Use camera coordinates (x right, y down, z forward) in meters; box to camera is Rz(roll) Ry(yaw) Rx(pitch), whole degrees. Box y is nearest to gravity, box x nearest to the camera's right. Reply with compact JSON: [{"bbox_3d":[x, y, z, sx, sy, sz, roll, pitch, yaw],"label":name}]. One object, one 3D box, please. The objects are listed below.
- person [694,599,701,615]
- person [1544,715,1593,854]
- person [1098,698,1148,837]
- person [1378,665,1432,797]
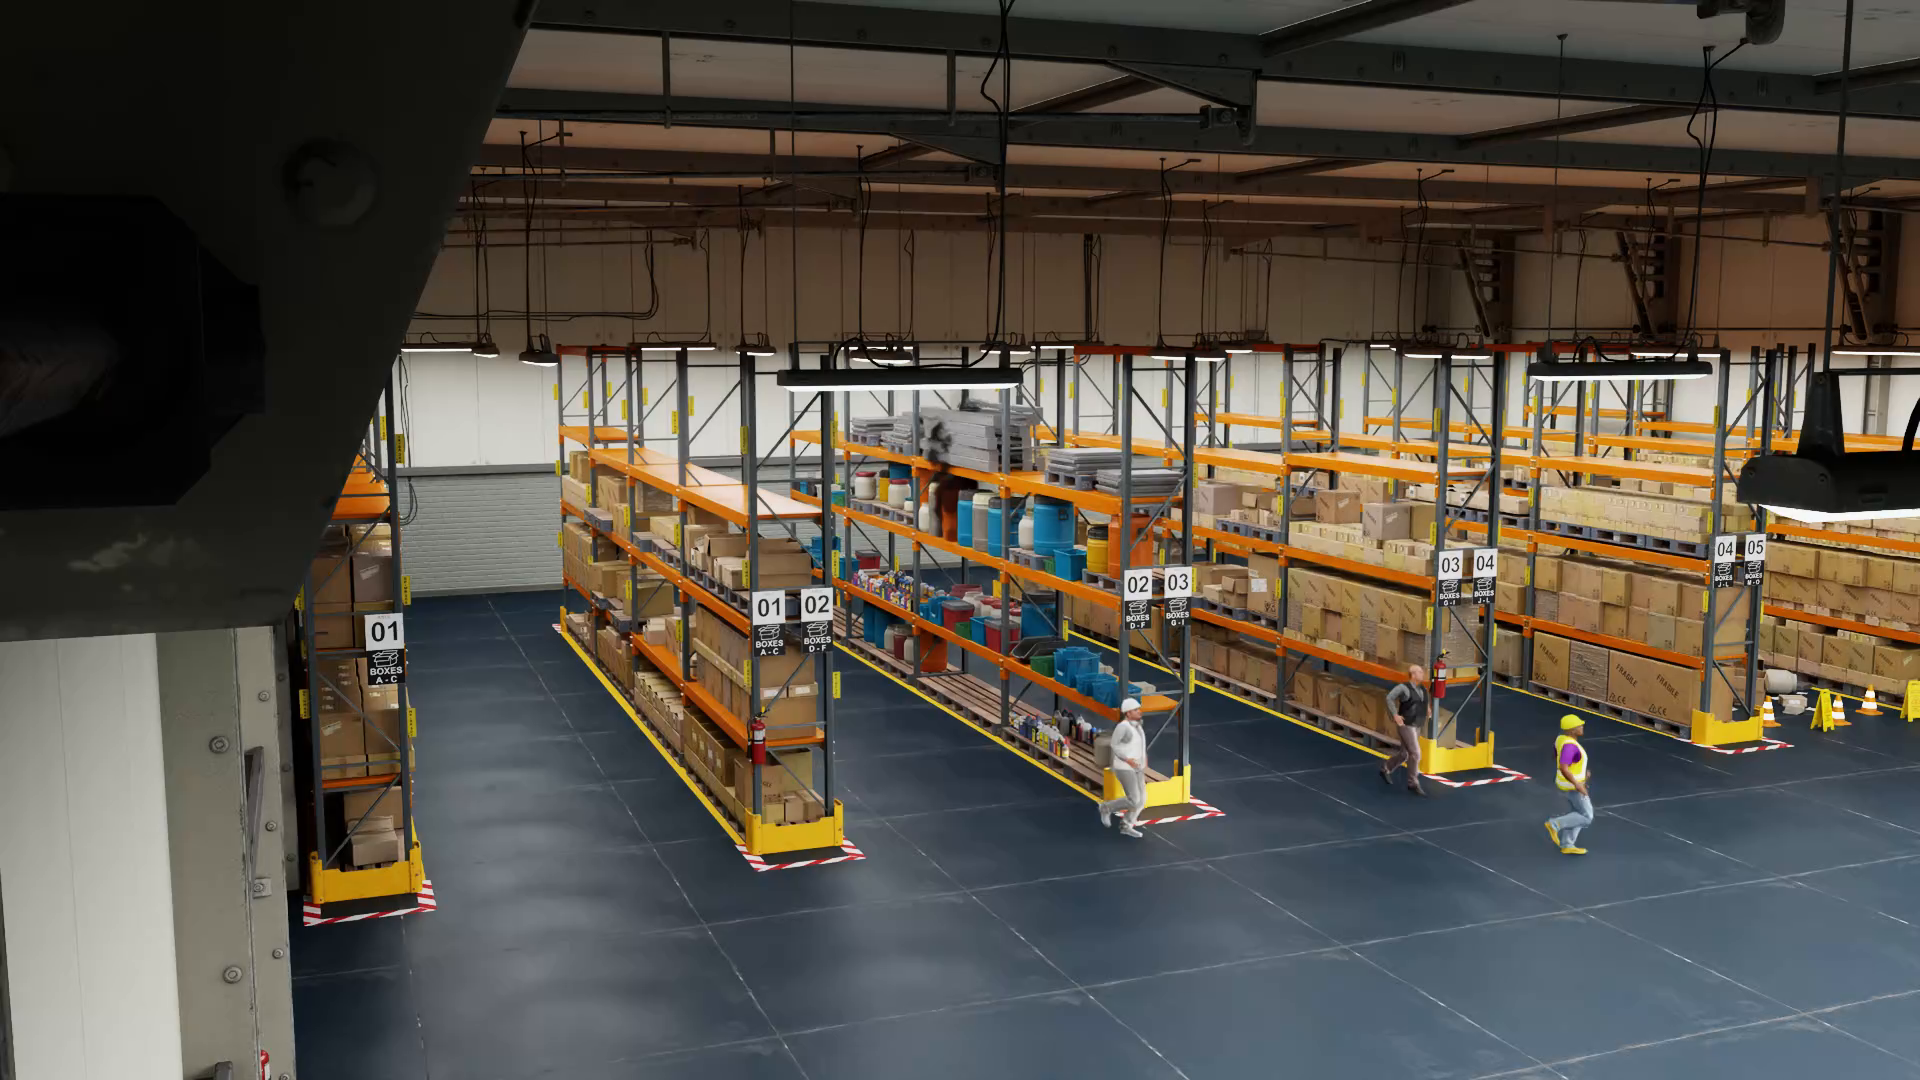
[{"bbox_3d":[-5.243,1.131,34.005,0.640,1.784,0.987,-5,9,-34],"label":"person"},{"bbox_3d":[7.350,2.947,20.056,0.578,1.712,0.703,1,7,9],"label":"person"},{"bbox_3d":[2.091,2.838,20.894,0.579,1.731,0.682,4,9,32],"label":"person"},{"bbox_3d":[6.205,2.590,22.907,0.645,1.740,0.807,-7,10,-44],"label":"person"}]
